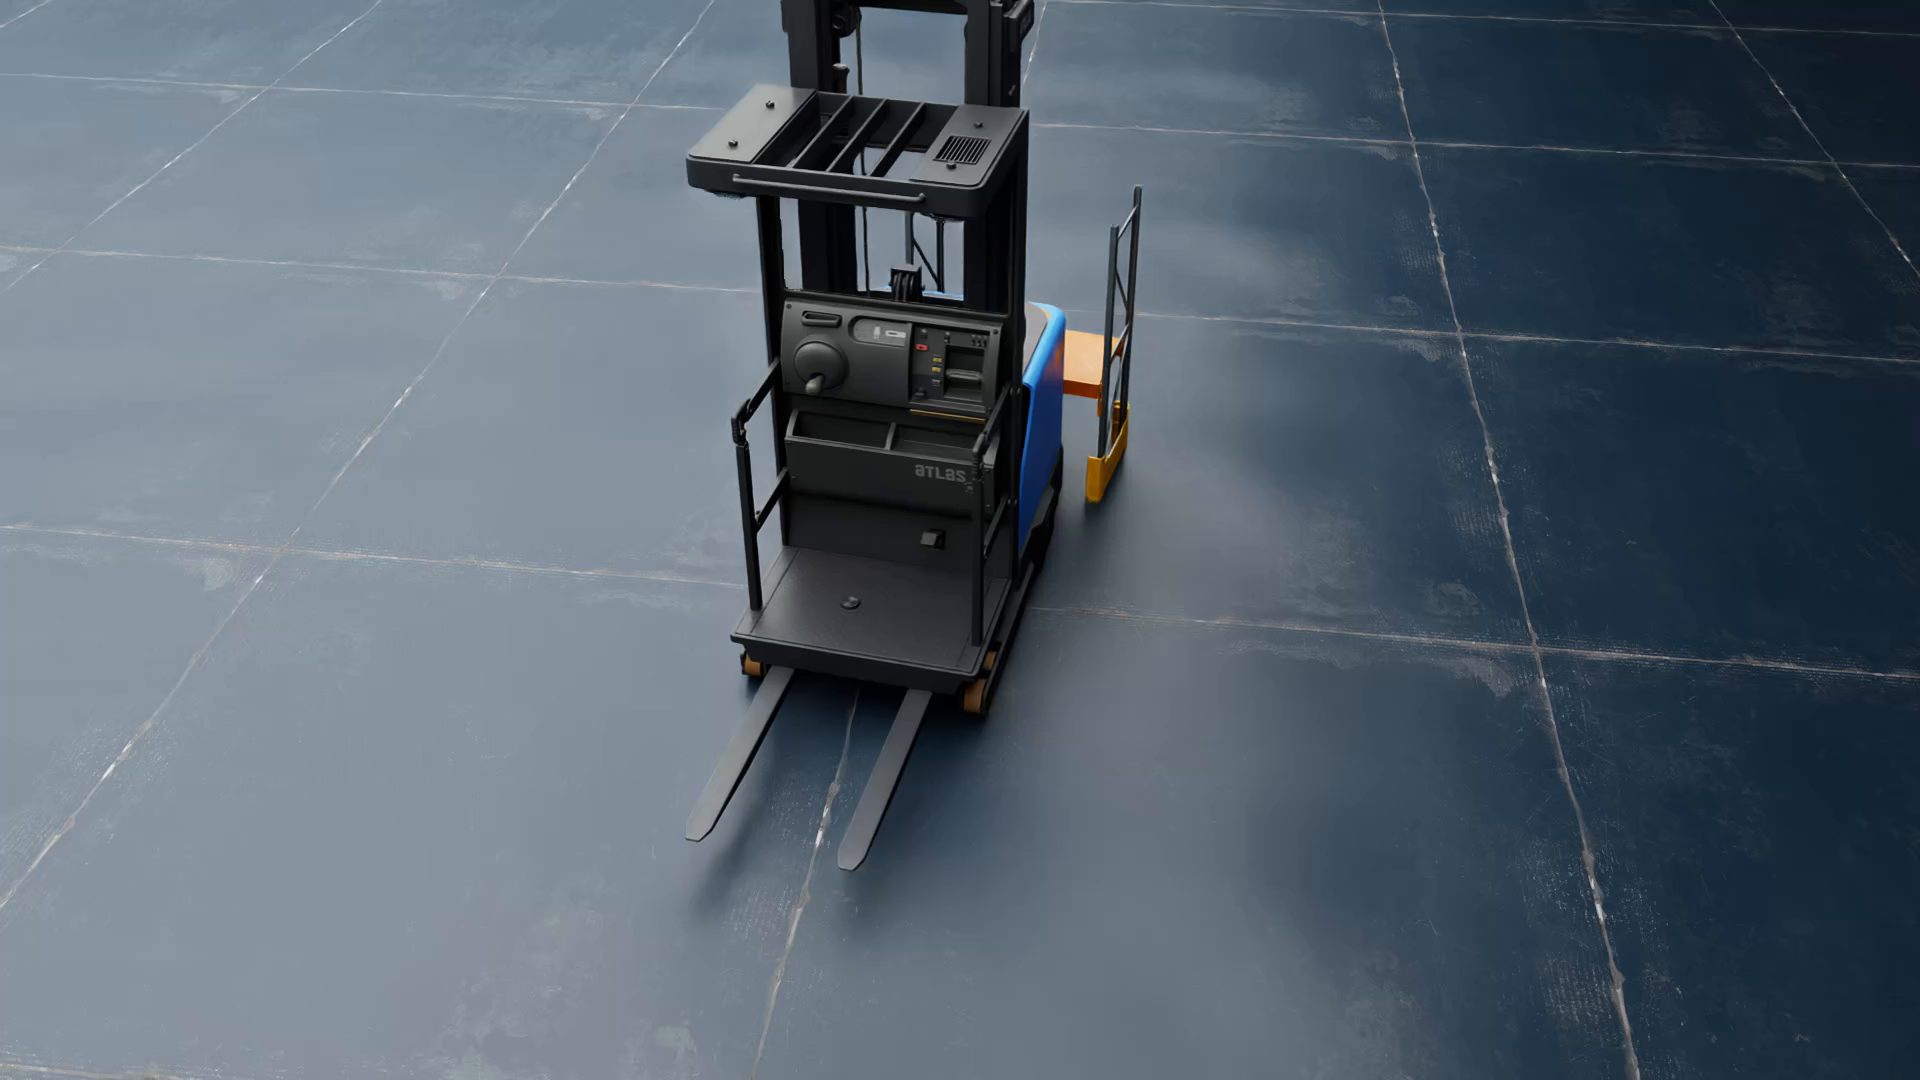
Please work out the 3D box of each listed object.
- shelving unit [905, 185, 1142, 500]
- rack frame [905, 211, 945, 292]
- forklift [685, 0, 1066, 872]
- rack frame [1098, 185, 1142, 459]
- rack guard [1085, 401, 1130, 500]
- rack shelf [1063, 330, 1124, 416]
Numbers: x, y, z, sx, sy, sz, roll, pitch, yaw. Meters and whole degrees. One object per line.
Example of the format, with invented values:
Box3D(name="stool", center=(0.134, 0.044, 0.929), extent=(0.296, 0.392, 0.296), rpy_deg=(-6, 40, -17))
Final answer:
Box3D(name="shelving unit", center=(0.301, -1.073, 8.462), extent=(1.083, 1.500, 0.587), rpy_deg=(11, 37, 15))
Box3D(name="rack frame", center=(-0.172, -1.166, 8.592), extent=(0.032, 1.500, 0.500), rpy_deg=(11, 37, 15))
Box3D(name="forklift", center=(-0.340, -0.687, 6.690), extent=(1.130, 2.935, 3.031), rpy_deg=(8, 36, 12))
Box3D(name="rack frame", center=(0.792, -0.977, 8.327), extent=(0.032, 1.500, 0.500), rpy_deg=(11, 37, 15))
Box3D(name="rack guard", center=(0.773, -0.472, 8.696), extent=(0.087, 0.250, 0.587), rpy_deg=(11, 37, 15))
Box3D(name="rack shelf", center=(0.310, -0.925, 8.564), extent=(1.000, 0.185, 0.538), rpy_deg=(11, 37, 15))
